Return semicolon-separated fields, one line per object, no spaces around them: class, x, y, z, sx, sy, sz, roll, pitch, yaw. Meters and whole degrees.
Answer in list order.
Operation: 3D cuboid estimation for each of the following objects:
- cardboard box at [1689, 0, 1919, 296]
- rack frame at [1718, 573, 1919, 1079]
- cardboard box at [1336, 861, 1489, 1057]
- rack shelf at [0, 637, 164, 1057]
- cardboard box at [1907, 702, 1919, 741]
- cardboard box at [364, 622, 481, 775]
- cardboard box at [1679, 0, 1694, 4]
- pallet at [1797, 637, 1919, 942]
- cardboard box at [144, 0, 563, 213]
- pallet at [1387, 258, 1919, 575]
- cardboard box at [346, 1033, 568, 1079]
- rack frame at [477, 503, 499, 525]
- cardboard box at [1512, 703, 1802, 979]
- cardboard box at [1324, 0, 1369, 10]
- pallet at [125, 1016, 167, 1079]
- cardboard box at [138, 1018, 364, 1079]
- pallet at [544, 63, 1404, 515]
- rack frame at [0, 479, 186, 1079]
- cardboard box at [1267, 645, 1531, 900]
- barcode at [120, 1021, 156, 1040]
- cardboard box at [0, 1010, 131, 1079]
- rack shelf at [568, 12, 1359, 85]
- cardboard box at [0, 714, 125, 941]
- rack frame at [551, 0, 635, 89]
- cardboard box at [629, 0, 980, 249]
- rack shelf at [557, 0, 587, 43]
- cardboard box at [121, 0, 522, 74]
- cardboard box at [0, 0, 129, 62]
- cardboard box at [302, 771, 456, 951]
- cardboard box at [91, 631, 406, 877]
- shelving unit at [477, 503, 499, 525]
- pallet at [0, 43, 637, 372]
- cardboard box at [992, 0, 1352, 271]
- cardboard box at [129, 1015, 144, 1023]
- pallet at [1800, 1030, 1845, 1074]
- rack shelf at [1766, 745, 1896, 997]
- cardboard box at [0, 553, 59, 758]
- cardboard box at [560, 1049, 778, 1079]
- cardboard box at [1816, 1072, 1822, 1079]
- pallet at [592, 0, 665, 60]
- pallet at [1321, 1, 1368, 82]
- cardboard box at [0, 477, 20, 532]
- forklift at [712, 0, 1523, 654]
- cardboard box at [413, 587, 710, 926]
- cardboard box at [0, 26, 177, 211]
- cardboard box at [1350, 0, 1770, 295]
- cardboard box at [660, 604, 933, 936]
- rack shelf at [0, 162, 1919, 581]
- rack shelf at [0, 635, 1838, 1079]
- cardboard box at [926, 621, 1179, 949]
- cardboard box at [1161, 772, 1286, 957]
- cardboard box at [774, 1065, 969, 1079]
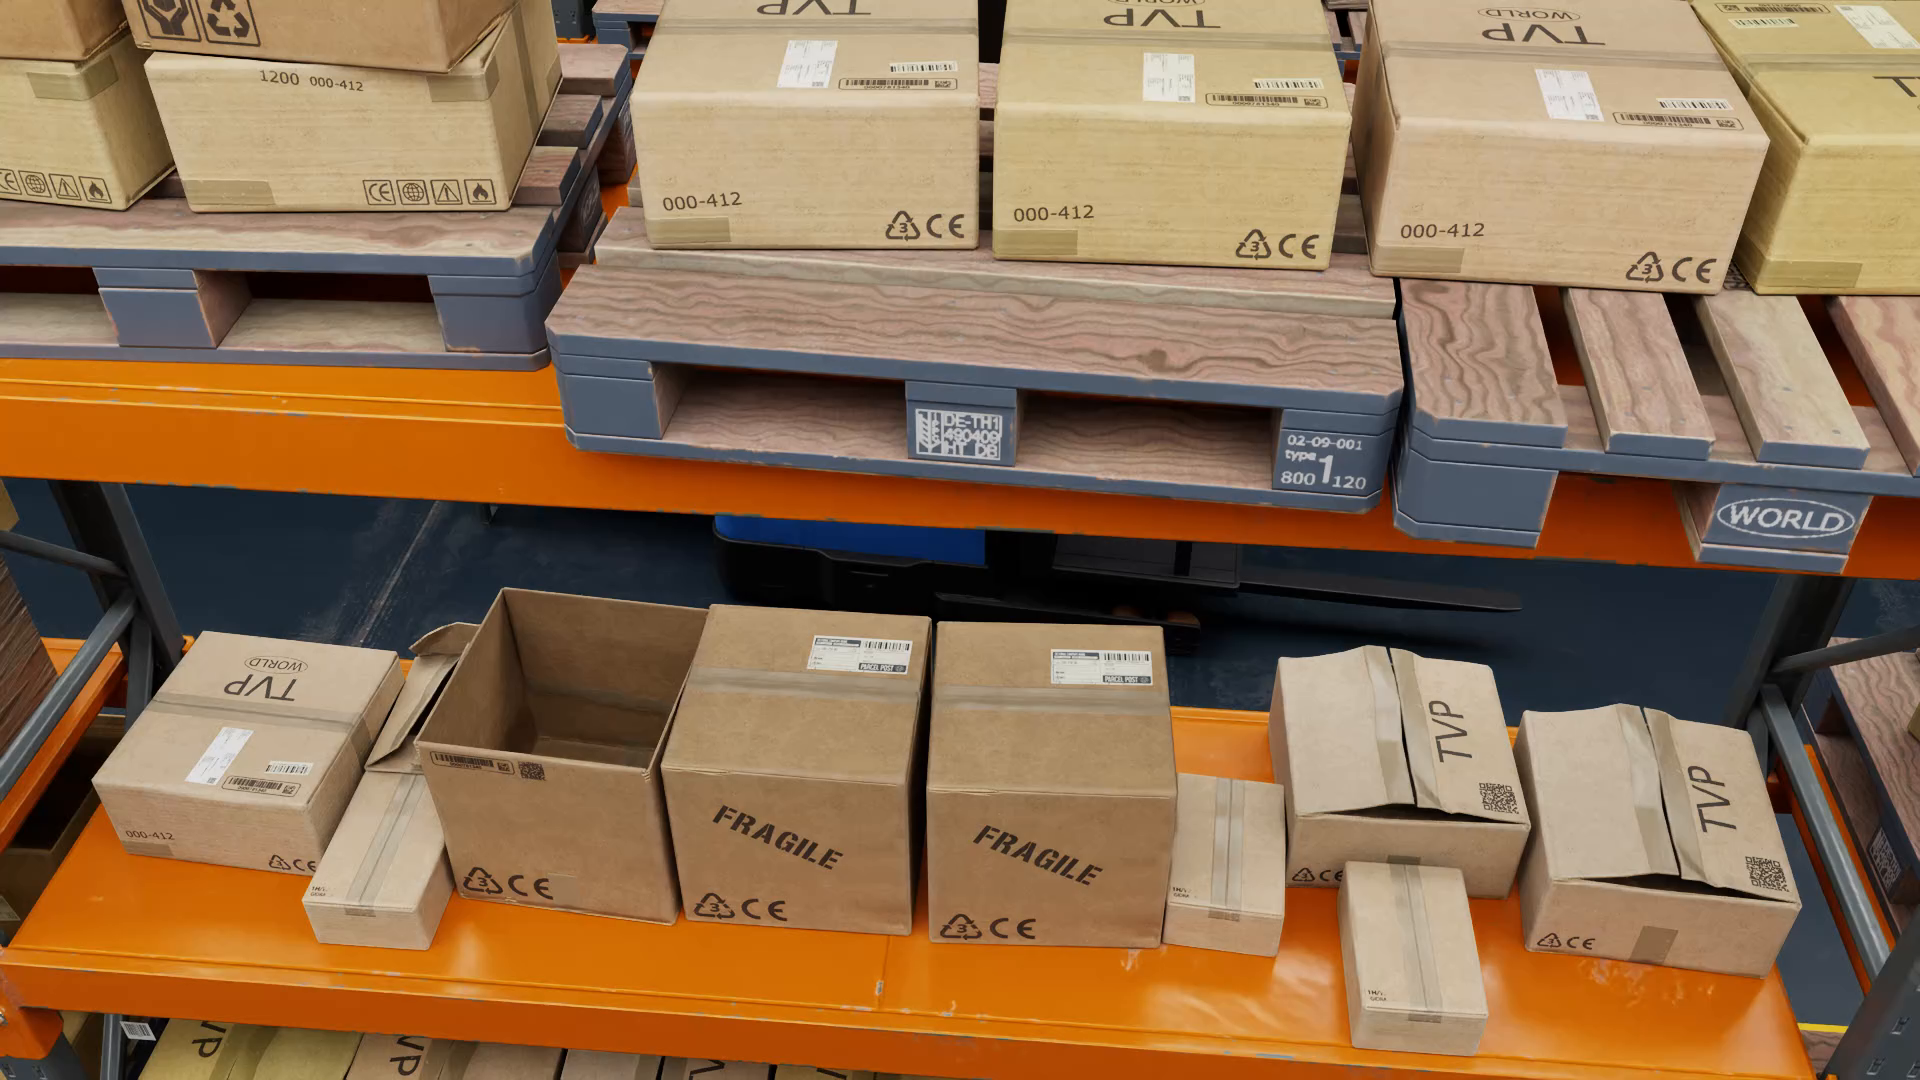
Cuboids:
cardboard box;1.407;-0.605;2.528;0.500;0.250;0.500;0;39;1
rack frame;1.864;0.652;3.573;0.127;3.000;1.000;3;39;4
cardboard box;0.944;0.874;3.499;0.250;0.149;0.380;3;39;4
rack shelf;-4.114;0.604;4.201;4.000;0.370;1.077;3;39;4
cardboard box;2.501;0.414;3.454;0.500;0.500;0.700;-9;40;-11
cardboard box;-1.230;0.419;3.966;0.258;0.266;0.396;2;39;3
cardboard box;3.270;-2.404;6.996;0.500;0.500;0.500;4;39;5
pallet;2.545;0.719;3.642;1.003;0.211;1.213;3;39;4
cardboard box;-0.961;-0.766;2.725;0.500;0.250;0.500;0;39;-1
pallet;1.180;-0.419;2.662;1.003;0.211;1.213;5;39;6
cardboard box;-1.233;1.330;4.141;0.500;0.311;0.500;3;39;3
rack frame;-1.910;-0.801;6.546;0.032;1.500;0.500;6;40;7
cardboard box;1.505;0.639;3.659;0.500;0.311;0.500;5;39;7
cardboard box;1.818;-2.692;7.254;0.500;0.500;0.700;-1;39;-1
pallet;-2.910;1.446;4.806;1.213;0.211;1.003;3;39;4
cardboard box;-1.731;1.299;4.179;0.500;0.311;0.500;3;39;4
pallet;0.066;-0.478;2.734;1.213;0.211;1.003;5;39;6
rack frame;-2.121;0.434;3.841;0.127;3.000;1.000;3;39;4
cardboard box;0.989;0.516;3.811;0.500;0.311;0.500;3;39;3
barcode;-1.903;1.136;3.849;0.075;0.075;0.001;3;39;4
cardboard box;-2.602;1.450;4.438;0.500;0.250;0.500;3;39;4
rack shelf;0.295;-2.294;7.762;4.000;0.370;1.077;3;39;4
cardboard box;-2.556;0.825;4.612;0.500;0.500;0.500;3;39;4
rack frame;-1.698;-2.682;7.668;0.127;3.000;1.000;3;39;4
cardboard box;-0.222;-0.691;2.633;0.500;0.250;0.500;0;39;0
rack shelf;-3.690;-2.512;8.029;4.000;0.370;1.077;3;39;4
cardboard box;-0.941;-1.050;2.480;0.500;0.500;0.500;7;40;8
cardboard box;-1.510;-1.066;2.500;0.500;0.500;0.500;4;39;4
cardboard box;-1.256;0.708;3.703;0.250;0.149;0.380;3;39;4
cardboard box;-1.627;0.492;3.889;0.500;0.250;0.500;5;39;7
shelving unit;-1.408;-0.749;6.482;1.048;1.500;0.538;6;40;7
pallet;-1.241;-0.615;2.905;1.217;0.209;0.805;2;39;2
cardboard box;0.314;-0.661;2.596;0.500;0.250;0.500;2;39;3
cardboard box;-2.557;1.122;4.841;0.500;0.250;0.500;3;39;4
pallet;2.604;1.798;4.374;1.213;0.211;1.003;3;39;4
rack shelf;3.856;1.040;3.666;4.000;0.370;1.077;3;39;4
cardboard box;-2.564;0.375;3.834;0.500;0.500;0.700;2;39;3
cardboard box;-0.717;1.357;4.108;0.500;0.311;0.500;2;39;2
cardboard box;2.293;1.655;3.972;0.500;0.500;0.500;5;39;6
pallet;-0.949;-2.474;7.565;1.213;0.211;1.003;3;39;4
pallet;1.568;-2.361;7.427;1.003;0.211;1.213;3;39;4
cardboard box;-2.372;0.007;3.772;0.250;0.149;0.380;3;39;4
forklift;0.621;-1.073;5.746;3.031;2.935;1.130;6;40;7
cardboard box;-0.833;0.476;3.710;0.500;0.500;0.500;6;40;7
cardboard box;-1.508;-0.794;2.760;0.500;0.250;0.500;7;40;8
cardboard box;0.883;-0.623;2.549;0.500;0.250;0.500;4;39;5
cardboard box;-0.334;0.503;3.676;0.500;0.500;0.500;3;39;4
rack shelf;-0.129;-0.341;2.987;4.000;0.370;1.077;3;39;4
rack shelf;-0.129;0.822;3.934;4.000;0.370;1.077;3;39;4
cardboard box;0.191;0.532;3.641;0.500;0.500;0.500;1;39;1
cardboard box;0.588;0.715;3.694;0.250;0.149;0.380;6;40;7
cardboard box;-0.199;1.382;4.077;0.500;0.311;0.500;4;39;5
